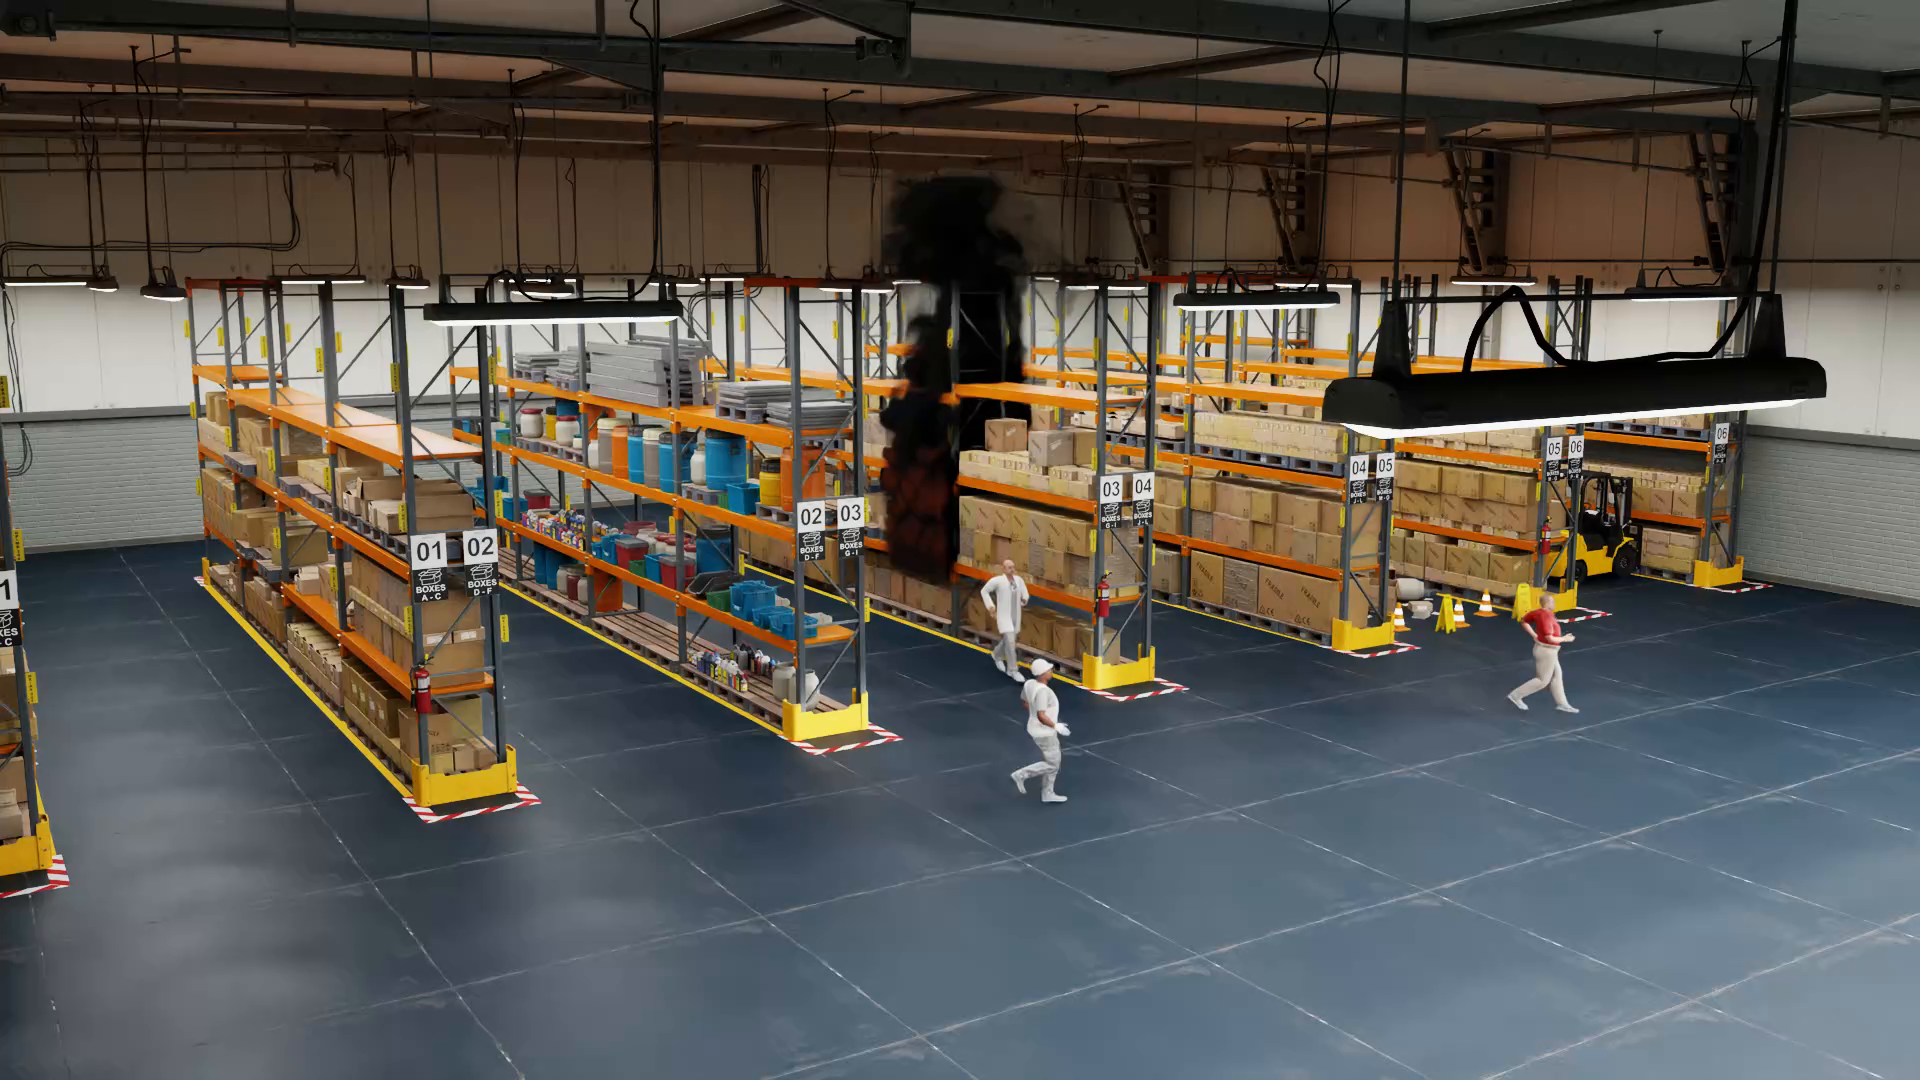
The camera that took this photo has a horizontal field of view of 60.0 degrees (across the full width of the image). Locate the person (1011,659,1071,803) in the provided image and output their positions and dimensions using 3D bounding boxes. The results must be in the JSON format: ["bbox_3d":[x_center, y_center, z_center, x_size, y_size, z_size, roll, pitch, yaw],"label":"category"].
[{"bbox_3d":[0.920,2.243,19.467,0.710,1.746,0.690,-2,10,-12],"label":"person"}]

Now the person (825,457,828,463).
[{"bbox_3d":[-3.354,-1.164,39.875,0.752,1.697,0.530,0,10,2],"label":"person"}]

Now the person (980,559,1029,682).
[{"bbox_3d":[0.726,1.176,25.223,0.702,1.788,0.981,-7,12,-34],"label":"person"}]

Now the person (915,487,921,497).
[{"bbox_3d":[-0.981,-1.453,41.859,0.531,1.644,0.639,5,11,29],"label":"person"}]

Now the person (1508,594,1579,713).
[{"bbox_3d":[8.210,1.600,23.300,1.032,1.714,0.675,1,10,5],"label":"person"}]
